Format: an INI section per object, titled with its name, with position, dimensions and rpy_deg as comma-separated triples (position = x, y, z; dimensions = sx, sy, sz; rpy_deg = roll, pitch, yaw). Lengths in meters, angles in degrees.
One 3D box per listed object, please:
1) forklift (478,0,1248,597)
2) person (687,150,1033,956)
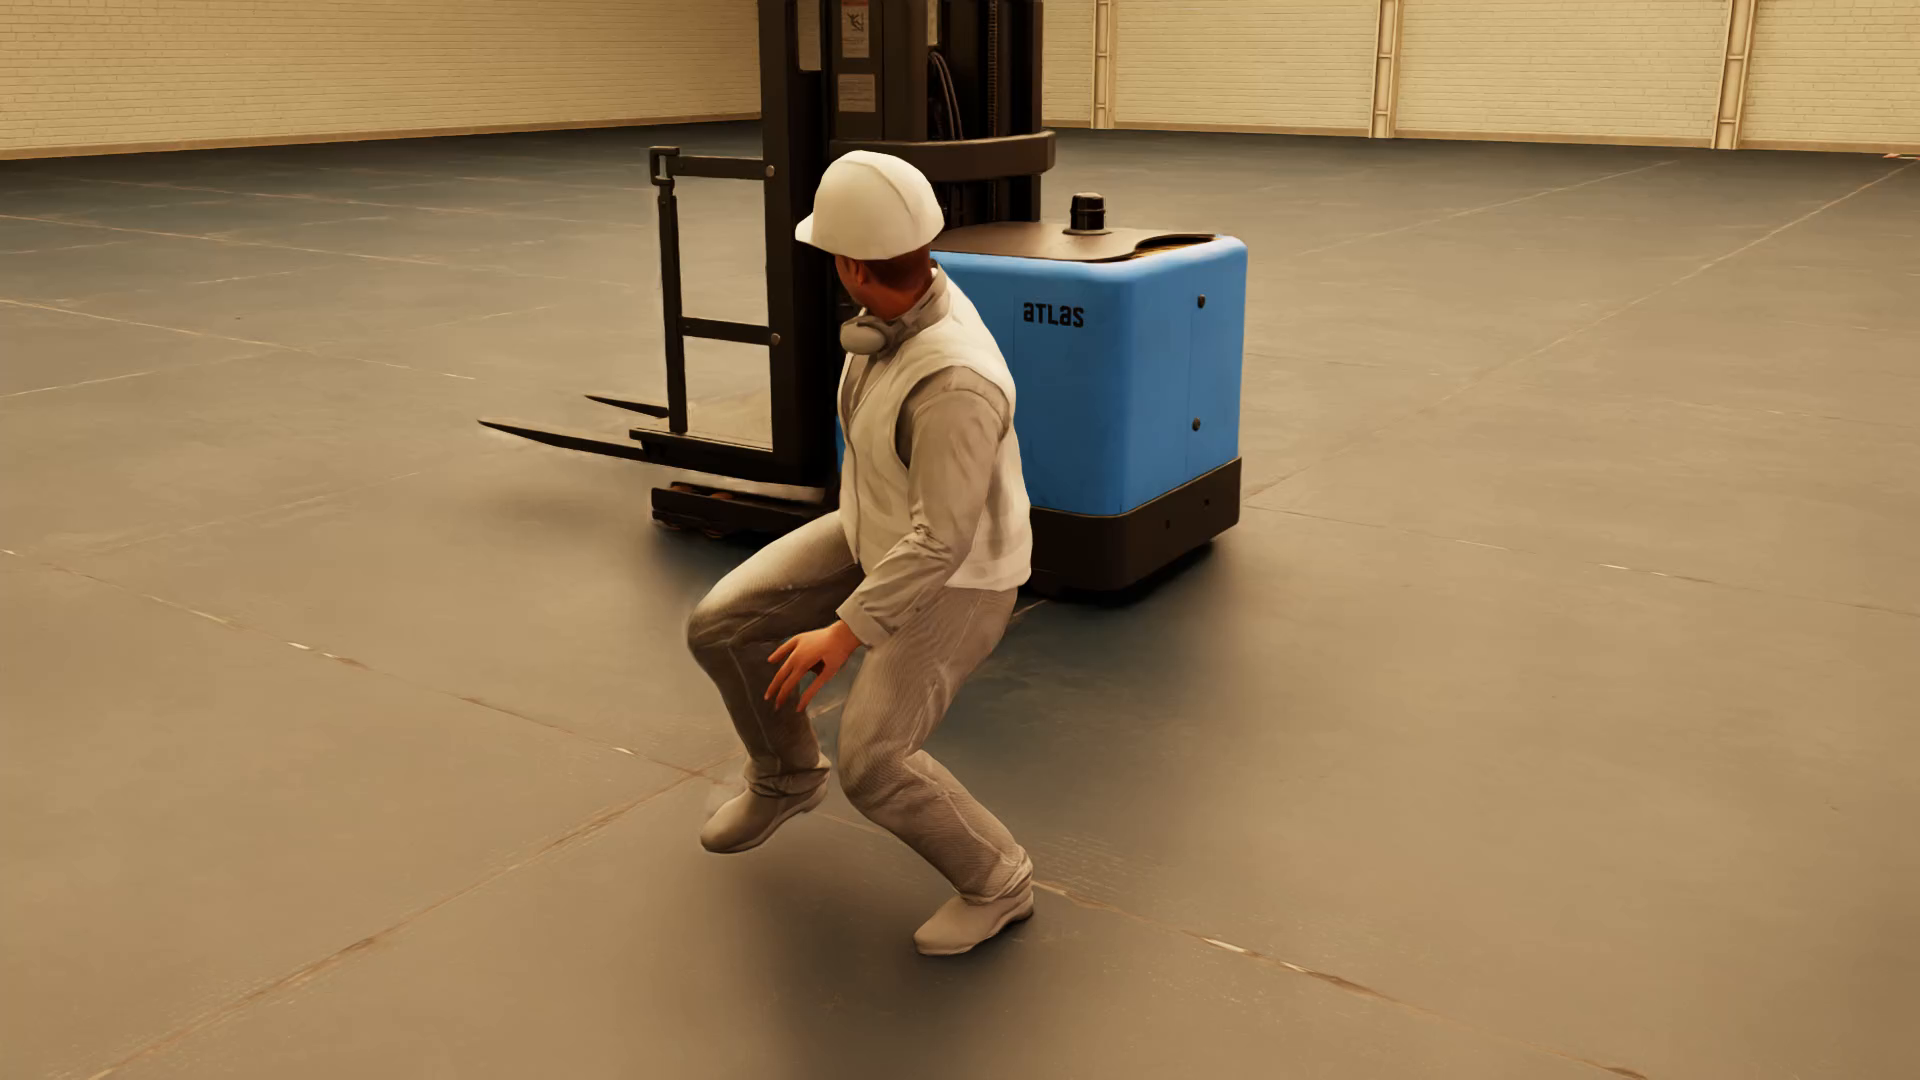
[forklift]
position = -0.521, -1.525, 5.931
dimensions = 3.031, 2.935, 1.130
rpy_deg = 10, 20, 31
[person]
position = -0.185, 0.013, 3.295
dimensions = 0.688, 1.547, 0.772
rpy_deg = -11, 20, -32
